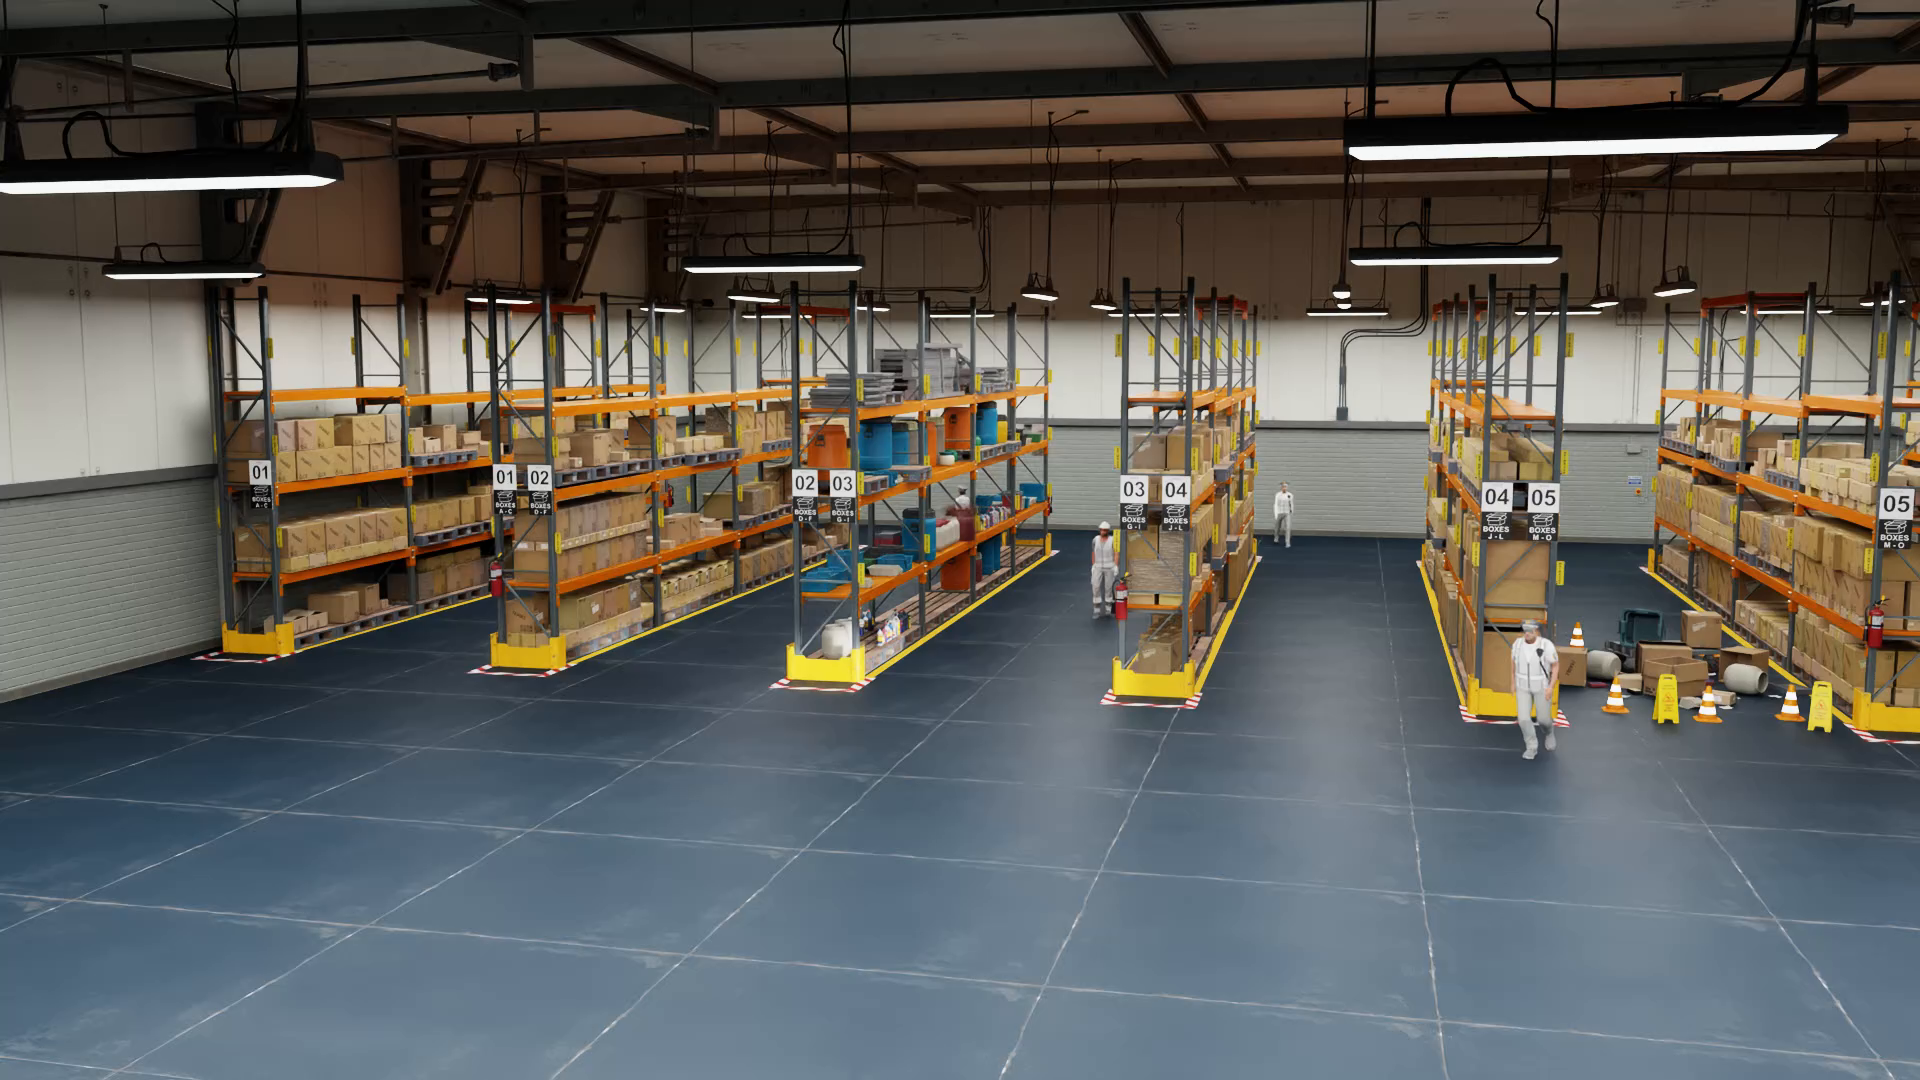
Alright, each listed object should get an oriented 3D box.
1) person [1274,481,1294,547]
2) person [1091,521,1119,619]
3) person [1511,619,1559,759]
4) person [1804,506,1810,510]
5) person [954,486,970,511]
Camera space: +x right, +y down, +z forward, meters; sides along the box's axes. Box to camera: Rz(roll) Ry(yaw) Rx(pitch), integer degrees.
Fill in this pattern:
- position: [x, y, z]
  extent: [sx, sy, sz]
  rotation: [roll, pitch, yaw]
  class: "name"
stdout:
- position: [8.214, -0.674, 42.154]
  extent: [0.493, 1.633, 0.989]
  rotation: [0, 7, 3]
  class: "person"
- position: [2.697, 0.571, 31.024]
  extent: [0.579, 1.835, 0.560]
  rotation: [3, 7, 21]
  class: "person"
- position: [7.115, 1.796, 20.546]
  extent: [0.596, 1.733, 0.678]
  rotation: [4, 8, 33]
  class: "person"
- position: [17.862, 0.064, 35.177]
  extent: [0.559, 1.768, 0.486]
  rotation: [-2, 7, -17]
  class: "person"
- position: [0.115, -0.486, 40.697]
  extent: [0.548, 1.650, 0.572]
  rotation: [-5, 8, -38]
  class: "person"
